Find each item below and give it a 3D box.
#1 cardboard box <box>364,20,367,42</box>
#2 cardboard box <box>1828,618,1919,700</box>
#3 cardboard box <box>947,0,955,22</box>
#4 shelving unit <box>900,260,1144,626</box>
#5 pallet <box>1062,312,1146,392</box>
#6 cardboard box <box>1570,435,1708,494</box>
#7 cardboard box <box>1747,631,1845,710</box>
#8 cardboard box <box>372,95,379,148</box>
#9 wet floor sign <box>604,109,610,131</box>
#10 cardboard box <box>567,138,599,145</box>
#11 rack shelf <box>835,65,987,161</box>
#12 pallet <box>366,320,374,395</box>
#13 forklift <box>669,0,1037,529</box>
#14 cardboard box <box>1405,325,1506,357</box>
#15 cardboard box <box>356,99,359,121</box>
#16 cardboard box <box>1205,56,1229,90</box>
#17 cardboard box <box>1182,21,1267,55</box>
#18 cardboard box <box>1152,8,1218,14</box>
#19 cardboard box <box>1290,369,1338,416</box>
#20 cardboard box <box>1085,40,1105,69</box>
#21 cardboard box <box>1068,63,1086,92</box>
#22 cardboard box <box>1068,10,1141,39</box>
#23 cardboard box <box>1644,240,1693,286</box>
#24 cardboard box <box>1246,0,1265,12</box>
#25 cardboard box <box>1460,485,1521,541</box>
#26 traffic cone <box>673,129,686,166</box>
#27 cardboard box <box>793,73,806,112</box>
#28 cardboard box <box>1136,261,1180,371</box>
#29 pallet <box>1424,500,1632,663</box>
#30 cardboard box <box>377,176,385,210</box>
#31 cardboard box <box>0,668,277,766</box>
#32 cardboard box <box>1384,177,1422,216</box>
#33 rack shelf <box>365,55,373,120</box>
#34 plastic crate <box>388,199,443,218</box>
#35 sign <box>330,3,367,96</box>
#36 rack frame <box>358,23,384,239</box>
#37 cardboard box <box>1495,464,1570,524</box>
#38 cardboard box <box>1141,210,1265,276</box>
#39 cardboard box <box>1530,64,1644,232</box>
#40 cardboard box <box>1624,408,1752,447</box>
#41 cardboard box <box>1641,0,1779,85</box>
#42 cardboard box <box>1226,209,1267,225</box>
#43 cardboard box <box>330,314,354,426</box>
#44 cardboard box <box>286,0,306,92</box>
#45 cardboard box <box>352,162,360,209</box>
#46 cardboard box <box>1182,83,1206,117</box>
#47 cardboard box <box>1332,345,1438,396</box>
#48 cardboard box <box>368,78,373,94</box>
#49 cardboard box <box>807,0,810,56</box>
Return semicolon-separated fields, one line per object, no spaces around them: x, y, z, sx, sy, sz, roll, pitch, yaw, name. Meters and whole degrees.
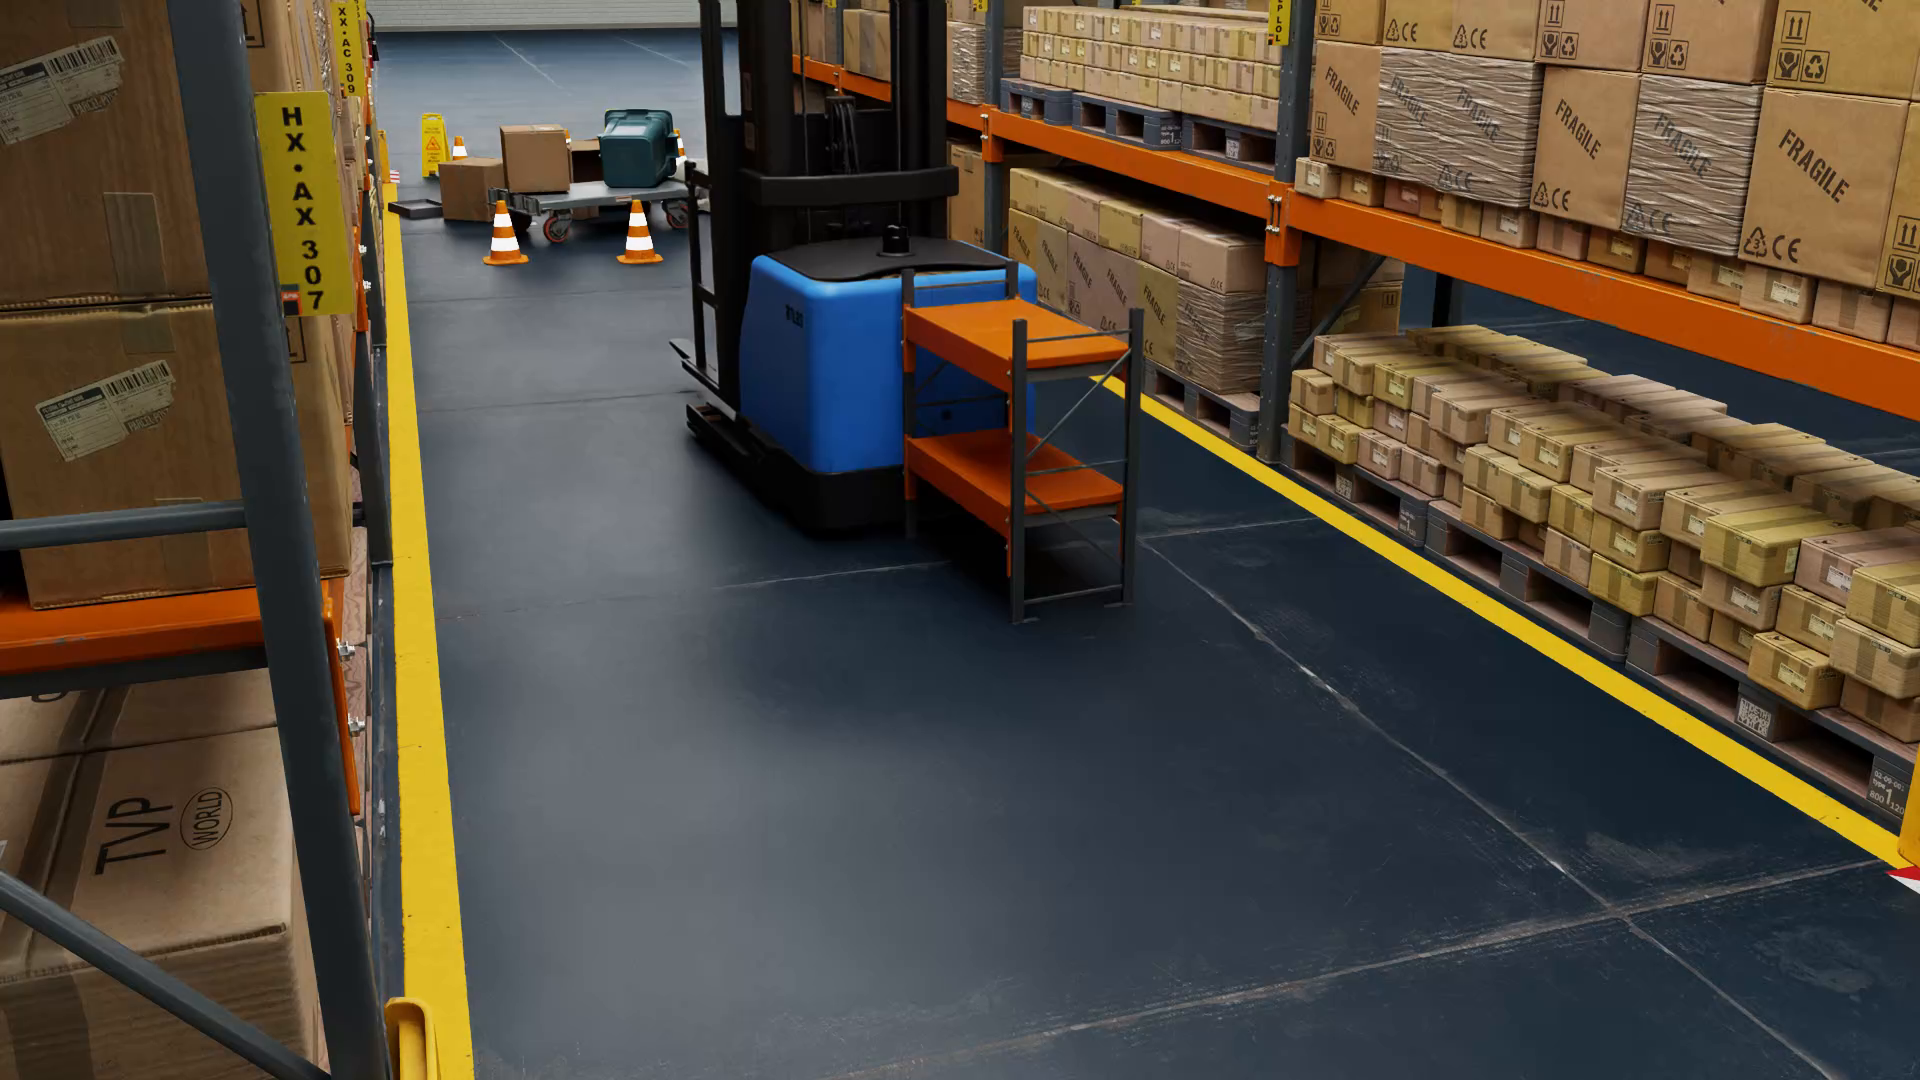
-5.938;-5.006;15.830;0.500;0.500;0.500;-6;21;-17;cardboard box
2.736;0.316;4.756;0.380;0.149;0.250;-7;21;-19;cardboard box
0.203;-4.106;12.283;0.700;0.500;0.500;-7;21;-18;cardboard box
0.208;-0.413;6.401;0.538;1.125;1.048;-9;21;-22;shelving unit
1.283;-1.163;9.841;1.003;0.211;1.213;-6;21;-17;pallet
2.404;-0.251;5.894;0.380;0.149;0.250;-7;21;-19;cardboard box
2.633;0.376;5.028;0.380;0.149;0.250;-6;21;-16;cardboard box
-5.857;-3.986;15.912;0.500;0.500;0.500;-6;21;-15;cardboard box
-3.745;-4.375;18.142;0.267;0.644;0.232;-10;22;-27;wet floor sign
-3.568;-3.656;16.351;0.637;0.503;0.797;12;23;30;cardboard box
0.030;-3.420;13.065;1.077;0.370;4.000;-6;21;-17;rack shelf
-3.832;-0.985;9.346;1.003;0.211;1.213;-6;21;-17;pallet
-0.721;-1.883;7.822;1.130;2.935;3.031;-9;21;-22;forklift
2.275;-0.882;7.652;0.380;0.149;0.250;-6;21;-16;cardboard box
-3.107;-2.102;7.813;0.500;0.250;0.500;-7;21;-19;cardboard box
1.444;-2.323;8.258;0.380;0.149;0.250;-5;20;-15;cardboard box
1.357;-2.554;8.460;0.380;0.149;0.250;-6;21;-17;cardboard box
1.407;-3.203;10.266;0.380;0.149;0.250;-6;21;-16;cardboard box
1.726;-0.679;7.524;0.380;0.149;0.250;-5;20;-15;cardboard box
0.951;-2.827;9.659;0.380;0.149;0.250;-6;21;-17;cardboard box
0.863;-2.772;9.947;0.380;0.149;0.250;-5;20;-15;cardboard box
0.863;-3.057;9.860;0.380;0.149;0.250;-7;21;-19;cardboard box
2.481;-0.928;5.436;0.380;0.149;0.250;-7;21;-19;cardboard box
3.565;-5.712;17.793;0.875;0.500;0.500;-6;21;-17;cardboard box
2.172;-0.126;6.426;0.380;0.149;0.250;-7;21;-19;cardboard box
-3.037;-4.169;17.838;0.336;0.463;0.334;-6;21;-17;traffic cone
-1.301;-4.389;17.220;0.875;0.875;0.875;-7;21;-18;cardboard box
1.283;-1.230;8.979;0.500;0.500;0.500;-7;21;-18;cardboard box
2.548;0.083;6.372;1.003;0.211;1.213;-6;21;-17;pallet
-5.195;-2.963;14.176;0.500;0.250;0.500;-7;21;-20;cardboard box
-2.092;0.523;4.191;0.875;0.438;0.875;-6;21;-16;cardboard box
1.980;-1.434;6.843;0.380;0.149;0.250;-7;21;-20;cardboard box
-5.895;-4.145;15.084;1.077;0.370;4.000;-6;21;-17;rack shelf
-4.981;-3.059;15.314;0.402;0.080;0.583;-15;25;-36;plastic crate
-2.225;-1.779;6.034;0.100;0.325;0.005;-6;21;-17;sign
-5.266;-3.842;13.175;1.000;3.000;0.127;-6;21;-17;rack frame
2.220;-0.185;6.151;0.380;0.149;0.250;-6;21;-17;cardboard box
1.293;-1.586;8.861;0.500;0.250;0.500;-5;20;-15;cardboard box
2.315;-1.342;5.627;0.500;0.500;0.500;-5;20;-14;cardboard box
2.729;-0.380;6.254;0.380;0.149;0.250;-6;21;-17;cardboard box
2.462;-1.656;5.022;0.500;0.500;0.500;-5;20;-14;cardboard box
1.765;-1.643;9.021;0.500;0.250;0.500;-6;21;-16;cardboard box
-1.701;-0.547;3.854;0.500;0.500;0.500;-7;21;-18;cardboard box
-1.544;-0.858;3.241;0.500;0.500;0.500;-7;21;-19;cardboard box
-2.803;-1.539;6.986;0.500;0.250;0.500;-7;21;-19;cardboard box
1.366;-2.263;8.529;0.380;0.149;0.250;-7;21;-20;cardboard box
1.858;-0.742;7.260;0.380;0.149;0.250;-5;20;-15;cardboard box
-5.845;-4.347;15.960;0.380;0.149;0.250;-6;21;-16;cardboard box
-0.978;-4.948;16.033;0.875;0.550;0.550;-6;21;-17;cardboard box
